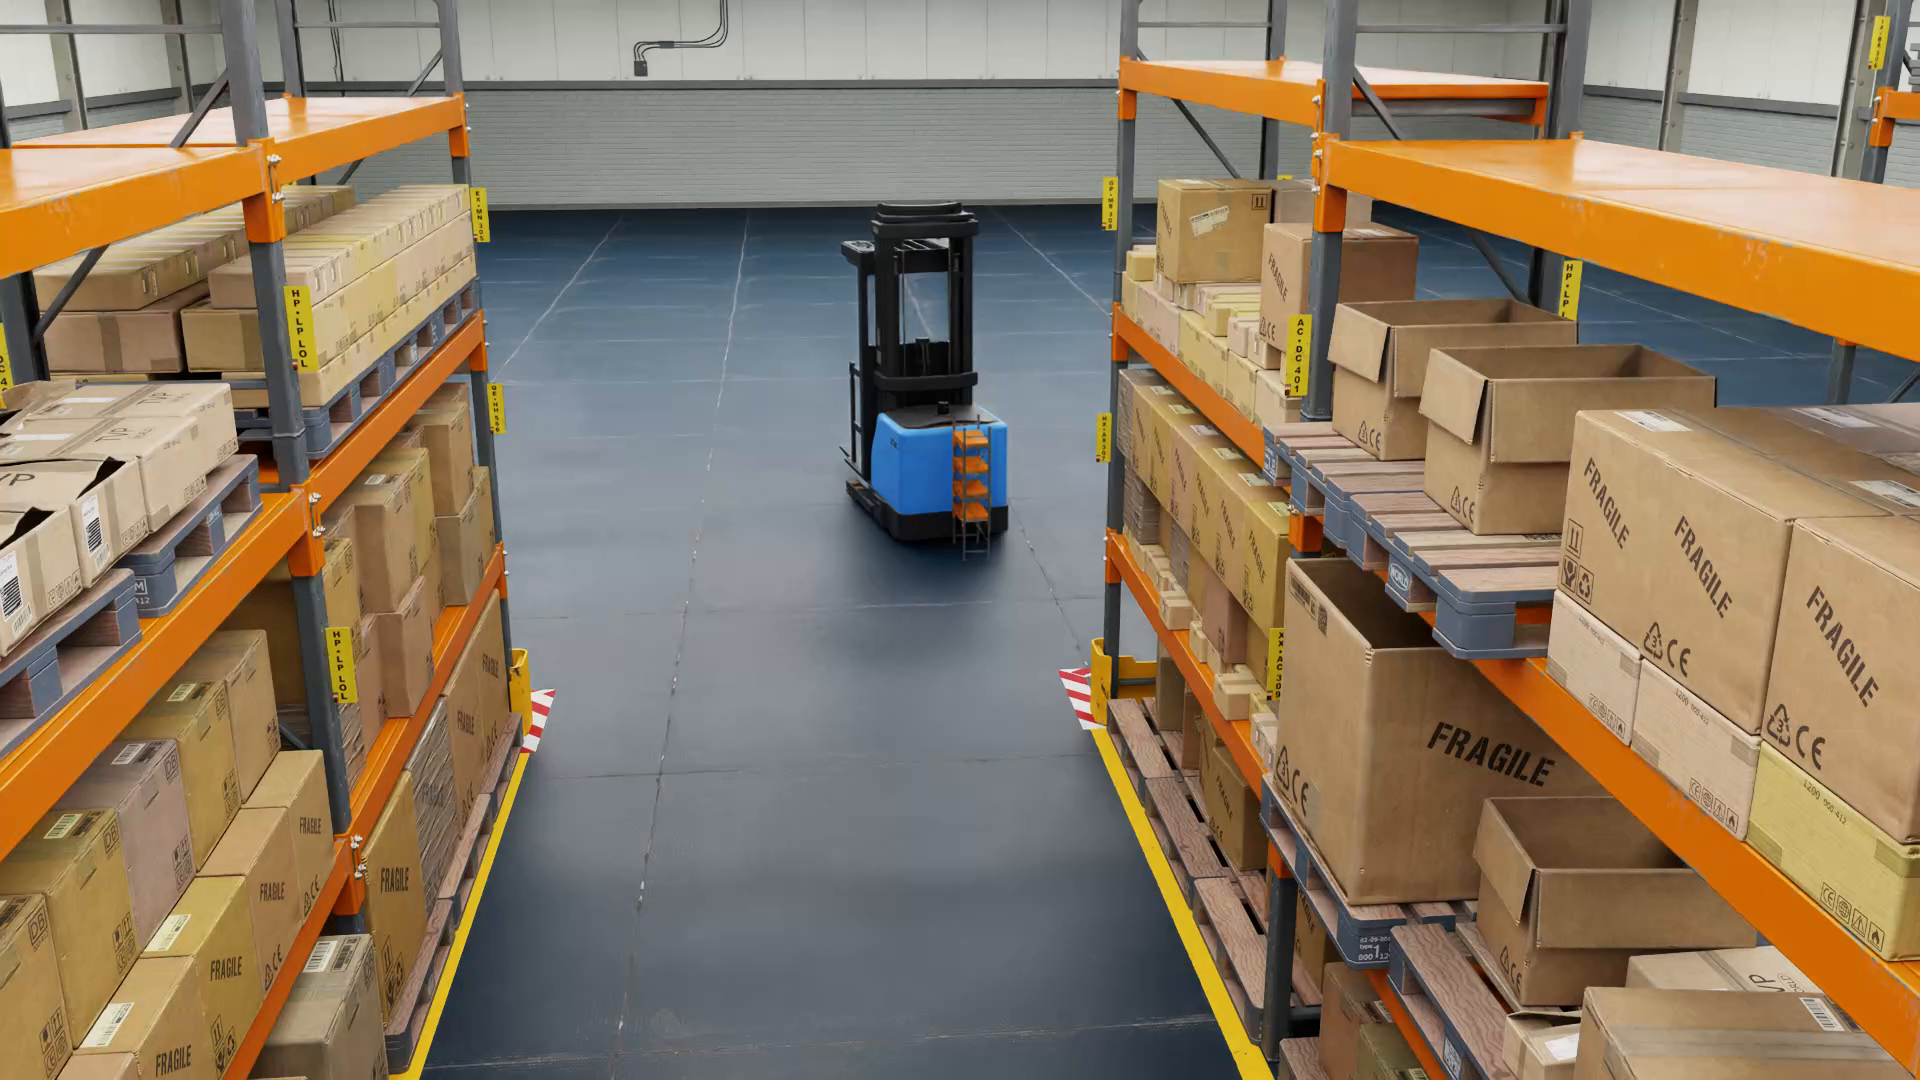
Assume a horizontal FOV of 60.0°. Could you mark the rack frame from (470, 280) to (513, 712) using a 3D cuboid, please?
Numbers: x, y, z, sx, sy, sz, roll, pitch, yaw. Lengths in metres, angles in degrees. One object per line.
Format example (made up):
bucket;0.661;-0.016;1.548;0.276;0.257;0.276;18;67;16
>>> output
rack frame;-3.463;-0.148;10.640;1.000;3.000;0.127;-2;18;-6

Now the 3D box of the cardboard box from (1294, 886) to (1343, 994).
cardboard box;1.892;1.793;7.931;0.500;0.500;0.500;-2;18;-7

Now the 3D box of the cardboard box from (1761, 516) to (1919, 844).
cardboard box;2.008;0.261;3.329;0.500;0.500;0.500;-1;17;-4

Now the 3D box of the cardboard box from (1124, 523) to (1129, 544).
cardboard box;1.274;-0.059;10.776;0.380;0.149;0.250;-2;18;-6

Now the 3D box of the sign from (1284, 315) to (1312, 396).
sign;1.355;-0.738;6.649;0.100;0.325;0.005;-2;18;-6

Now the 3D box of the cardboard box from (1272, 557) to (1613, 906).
cardboard box;1.837;0.675;6.315;1.000;1.000;1.000;-2;18;-5

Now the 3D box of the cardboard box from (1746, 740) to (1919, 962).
cardboard box;2.013;0.619;3.440;0.500;0.250;0.500;-2;18;-6

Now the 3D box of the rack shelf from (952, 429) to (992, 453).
rack shelf;0.101;-0.839;14.535;0.258;0.148;0.480;-3;18;-10

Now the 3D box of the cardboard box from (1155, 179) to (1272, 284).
cardboard box;1.366;-1.679;9.013;0.500;0.500;0.500;-2;18;-6

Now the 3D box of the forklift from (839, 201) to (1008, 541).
forklift;-0.494;-1.795;16.003;1.130;2.935;3.031;-5;18;-17

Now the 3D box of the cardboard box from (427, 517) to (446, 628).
cardboard box;-3.368;0.224;9.206;0.875;0.550;0.550;-2;18;-6

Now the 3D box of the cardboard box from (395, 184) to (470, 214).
cardboard box;-3.090;-1.998;9.745;0.380;0.149;0.250;-2;18;-5

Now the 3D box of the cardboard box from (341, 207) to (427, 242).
cardboard box;-2.960;-1.619;8.538;0.380;0.149;0.250;-2;18;-6

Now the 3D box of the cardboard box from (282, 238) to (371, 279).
cardboard box;-2.829;-1.242;7.337;0.380;0.149;0.250;-2;18;-7

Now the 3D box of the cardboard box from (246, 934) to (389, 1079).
cardboard box;-2.897;2.099;6.538;1.050;0.750;0.750;-2;18;-6

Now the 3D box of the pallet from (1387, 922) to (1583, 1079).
pallet;2.062;1.616;5.343;1.003;0.211;1.213;-2;18;-6

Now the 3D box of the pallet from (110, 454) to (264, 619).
pallet;-2.906;-0.024;5.558;0.805;0.209;1.217;-2;18;-8

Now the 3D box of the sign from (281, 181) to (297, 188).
sign;-4.015;-2.018;9.999;0.100;0.325;0.005;-2;18;-6

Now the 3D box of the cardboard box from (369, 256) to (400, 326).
cardboard box;-2.928;-1.160;7.744;0.500;0.250;0.500;-2;18;-6

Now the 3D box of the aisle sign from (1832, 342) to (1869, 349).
aisle sign;6.109;-1.677;11.169;0.394;0.787;0.004;-2;18;-6

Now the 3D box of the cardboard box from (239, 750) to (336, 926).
cardboard box;-2.730;1.144;6.360;0.500;0.500;0.500;-2;18;-6

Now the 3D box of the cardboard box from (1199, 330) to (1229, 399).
cardboard box;1.486;-0.874;8.196;0.500;0.250;0.500;-2;18;-6

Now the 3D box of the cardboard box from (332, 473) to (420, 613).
cardboard box;-3.145;0.021;8.050;0.875;0.550;0.550;-2;18;-6

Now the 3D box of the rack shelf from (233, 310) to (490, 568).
rack shelf;-3.256;-0.640;8.400;1.077;0.370;4.000;-2;18;-6

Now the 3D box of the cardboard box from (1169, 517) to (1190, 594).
cardboard box;1.690;0.000;9.506;0.875;0.500;0.500;-2;18;-6

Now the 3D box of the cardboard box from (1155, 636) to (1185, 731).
cardboard box;1.529;0.908;10.749;0.500;0.500;0.500;1;17;5

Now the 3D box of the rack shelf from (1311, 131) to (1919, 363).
rack shelf;2.100;-0.811;4.607;1.077;0.370;4.000;-2;18;-6

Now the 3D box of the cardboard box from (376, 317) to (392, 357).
cardboard box;-2.856;-0.937;7.699;0.380;0.149;0.250;-2;18;-7

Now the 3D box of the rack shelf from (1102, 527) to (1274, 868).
rack shelf;1.688;0.668;9.242;1.077;0.370;4.000;-2;18;-6

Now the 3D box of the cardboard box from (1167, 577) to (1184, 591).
cardboard box;1.409;0.313;9.590;0.380;0.149;0.250;-2;18;-6

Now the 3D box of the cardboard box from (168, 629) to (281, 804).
cardboard box;-2.993;0.667;6.208;0.700;0.500;0.500;-2;18;-7

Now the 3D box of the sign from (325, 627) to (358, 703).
sign;-2.511;0.510;6.745;0.100;0.325;0.005;-2;18;-6

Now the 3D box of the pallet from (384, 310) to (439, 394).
pallet;-3.247;-0.952;8.340;1.003;0.211;1.213;-2;18;-6

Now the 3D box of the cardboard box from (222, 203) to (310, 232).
cardboard box;-3.641;-1.675;8.718;0.380;0.149;0.250;-2;18;-7

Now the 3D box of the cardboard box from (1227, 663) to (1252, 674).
cardboard box;1.566;0.685;8.407;0.380;0.149;0.250;-2;18;-6

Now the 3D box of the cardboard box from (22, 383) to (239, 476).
cardboard box;-2.818;-0.358;5.684;0.500;0.250;0.500;-2;17;-5

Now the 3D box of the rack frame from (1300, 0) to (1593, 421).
rack frame;1.894;-1.941;6.337;1.000;3.000;0.127;-2;18;-6

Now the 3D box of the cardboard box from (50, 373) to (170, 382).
cardboard box;-3.406;-0.614;6.669;0.380;0.149;0.250;-2;18;-6

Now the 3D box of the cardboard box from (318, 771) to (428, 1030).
cardboard box;-3.045;1.668;7.703;0.875;0.875;0.875;-2;17;-5

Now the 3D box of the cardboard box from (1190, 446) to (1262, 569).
cardboard box;1.470;-0.169;8.376;0.500;0.500;0.500;-2;18;-6

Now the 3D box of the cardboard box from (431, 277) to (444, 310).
cardboard box;-2.986;-1.315;8.902;0.380;0.149;0.250;-2;18;-6

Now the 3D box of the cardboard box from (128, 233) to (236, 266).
cardboard box;-3.510;-1.297;7.512;0.380;0.149;0.250;-2;18;-5

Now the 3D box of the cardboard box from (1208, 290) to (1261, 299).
cardboard box;1.492;-1.192;8.544;0.380;0.149;0.250;-2;18;-8

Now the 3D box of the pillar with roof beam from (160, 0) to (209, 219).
pillar with roof beam;-12.950;-11.508;36.810;9.100;9.000;0.400;-2;18;-6

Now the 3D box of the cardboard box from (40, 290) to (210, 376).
cardboard box;-3.356;-0.844;6.736;0.500;0.250;0.500;-2;18;-6

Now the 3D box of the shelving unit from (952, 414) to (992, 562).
shelving unit;0.101;-0.464;14.652;0.258;1.200;0.503;-3;18;-10

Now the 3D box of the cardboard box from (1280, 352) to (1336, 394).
cardboard box;1.573;-0.717;7.029;0.380;0.149;0.250;-1;17;-4
